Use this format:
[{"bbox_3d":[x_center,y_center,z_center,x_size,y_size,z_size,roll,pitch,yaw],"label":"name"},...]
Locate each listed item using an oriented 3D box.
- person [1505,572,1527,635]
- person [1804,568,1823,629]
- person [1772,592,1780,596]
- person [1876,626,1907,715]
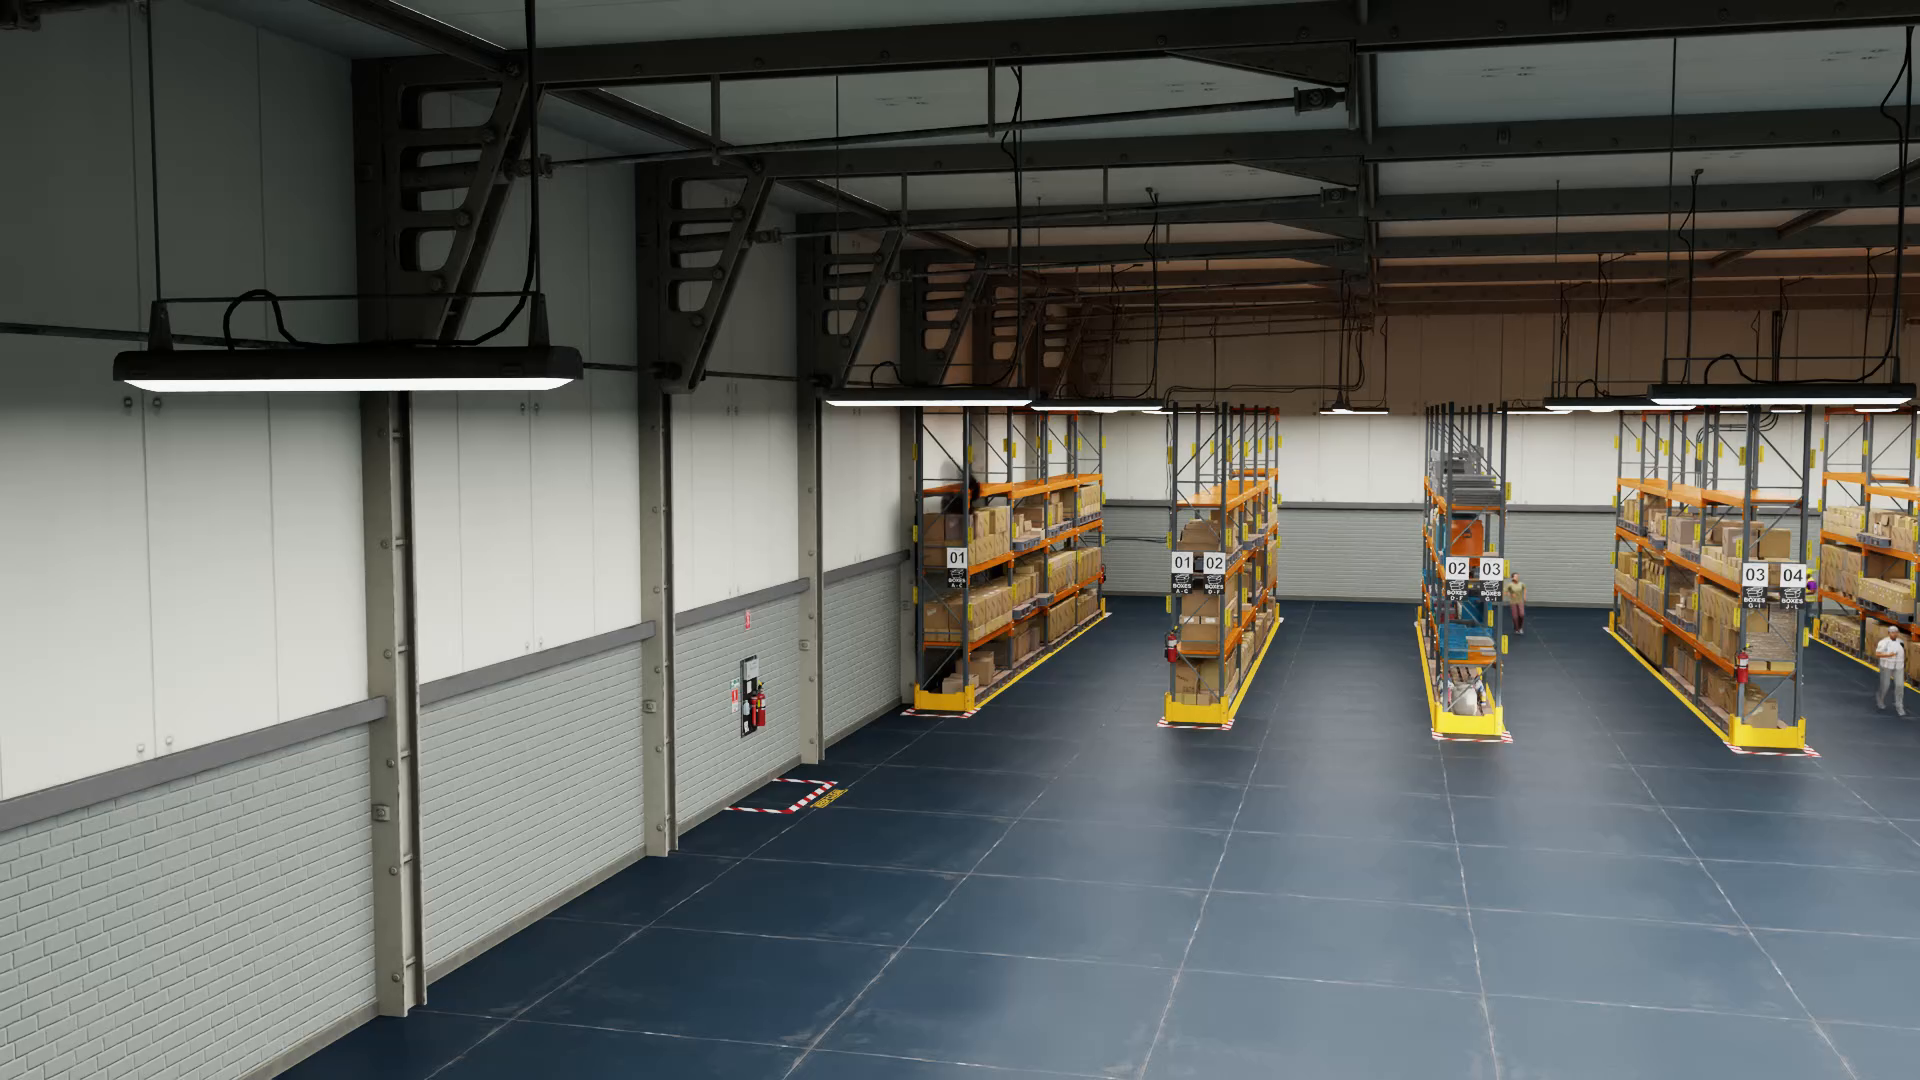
[{"bbox_3d":[14.612,1.672,43.696,0.577,1.650,0.618,1,4,8],"label":"person"},{"bbox_3d":[22.674,1.627,44.365,0.835,1.744,0.793,1,4,11],"label":"person"},{"bbox_3d":[20.913,1.702,42.785,0.696,1.741,0.519,3,5,34],"label":"person"},{"bbox_3d":[17.997,2.487,32.117,0.602,1.663,0.913,1,4,9],"label":"person"}]
